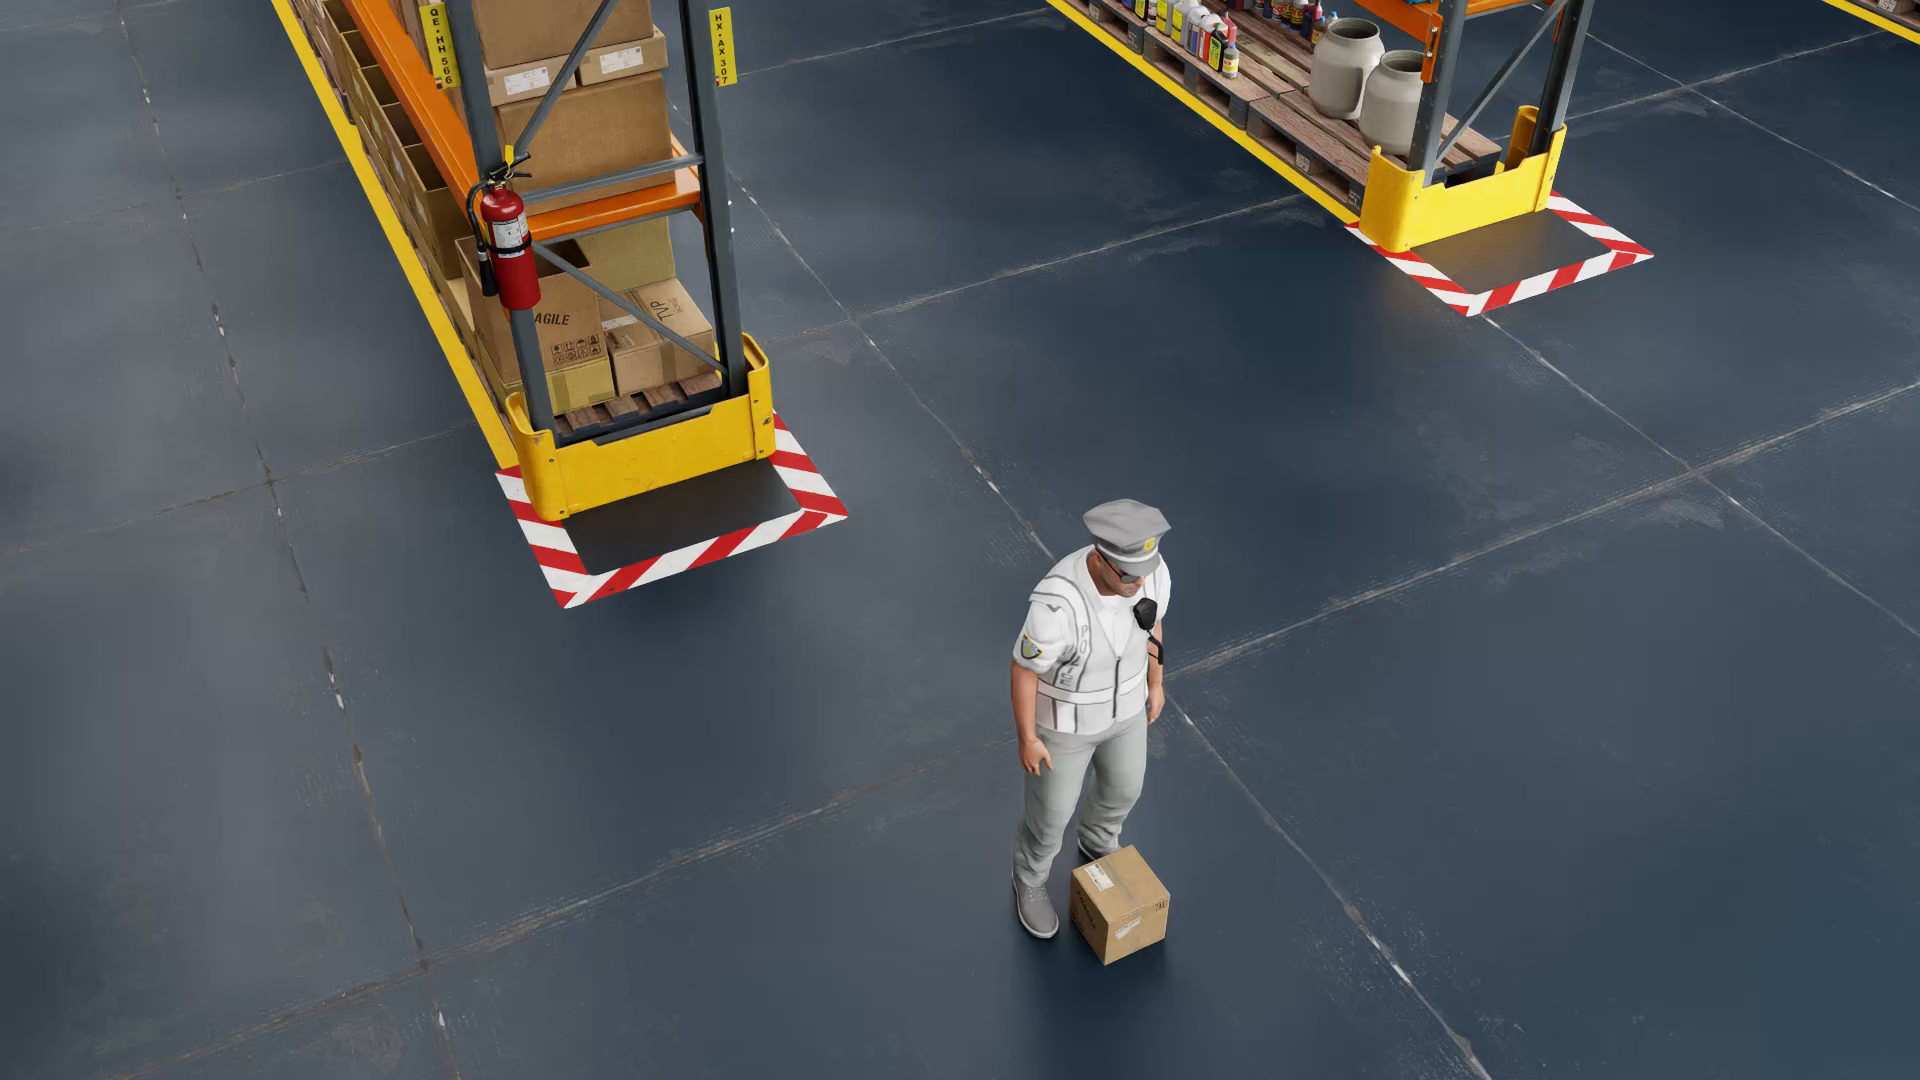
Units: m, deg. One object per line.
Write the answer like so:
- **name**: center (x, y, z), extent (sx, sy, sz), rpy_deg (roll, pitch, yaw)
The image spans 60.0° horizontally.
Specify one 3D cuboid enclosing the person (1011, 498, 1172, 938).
- **person**: center (0.422, 0.552, 5.520), extent (0.598, 1.745, 0.437), rpy_deg (-21, 45, -23)
